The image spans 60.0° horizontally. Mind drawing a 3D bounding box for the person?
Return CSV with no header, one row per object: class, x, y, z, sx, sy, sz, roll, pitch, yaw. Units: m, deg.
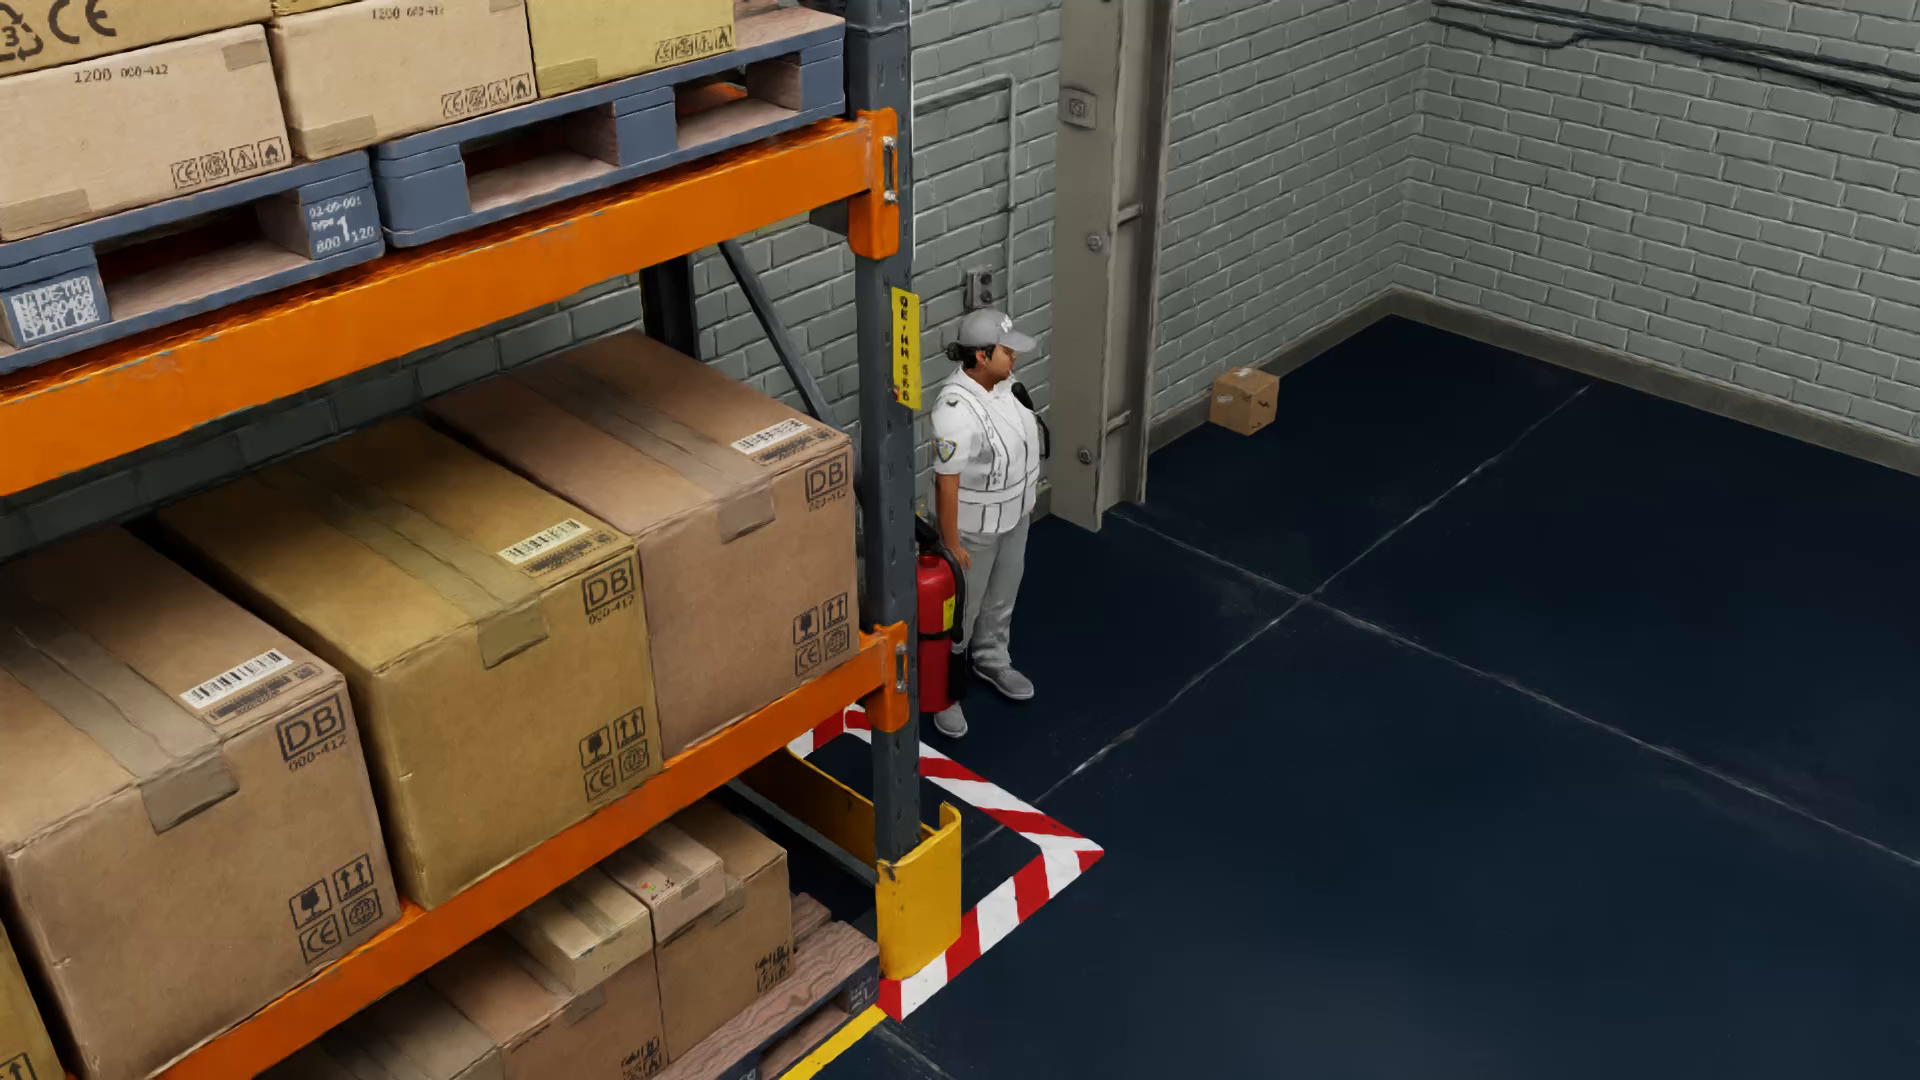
person,0.071,-0.080,6.222,0.386,1.675,0.564,19,36,28
